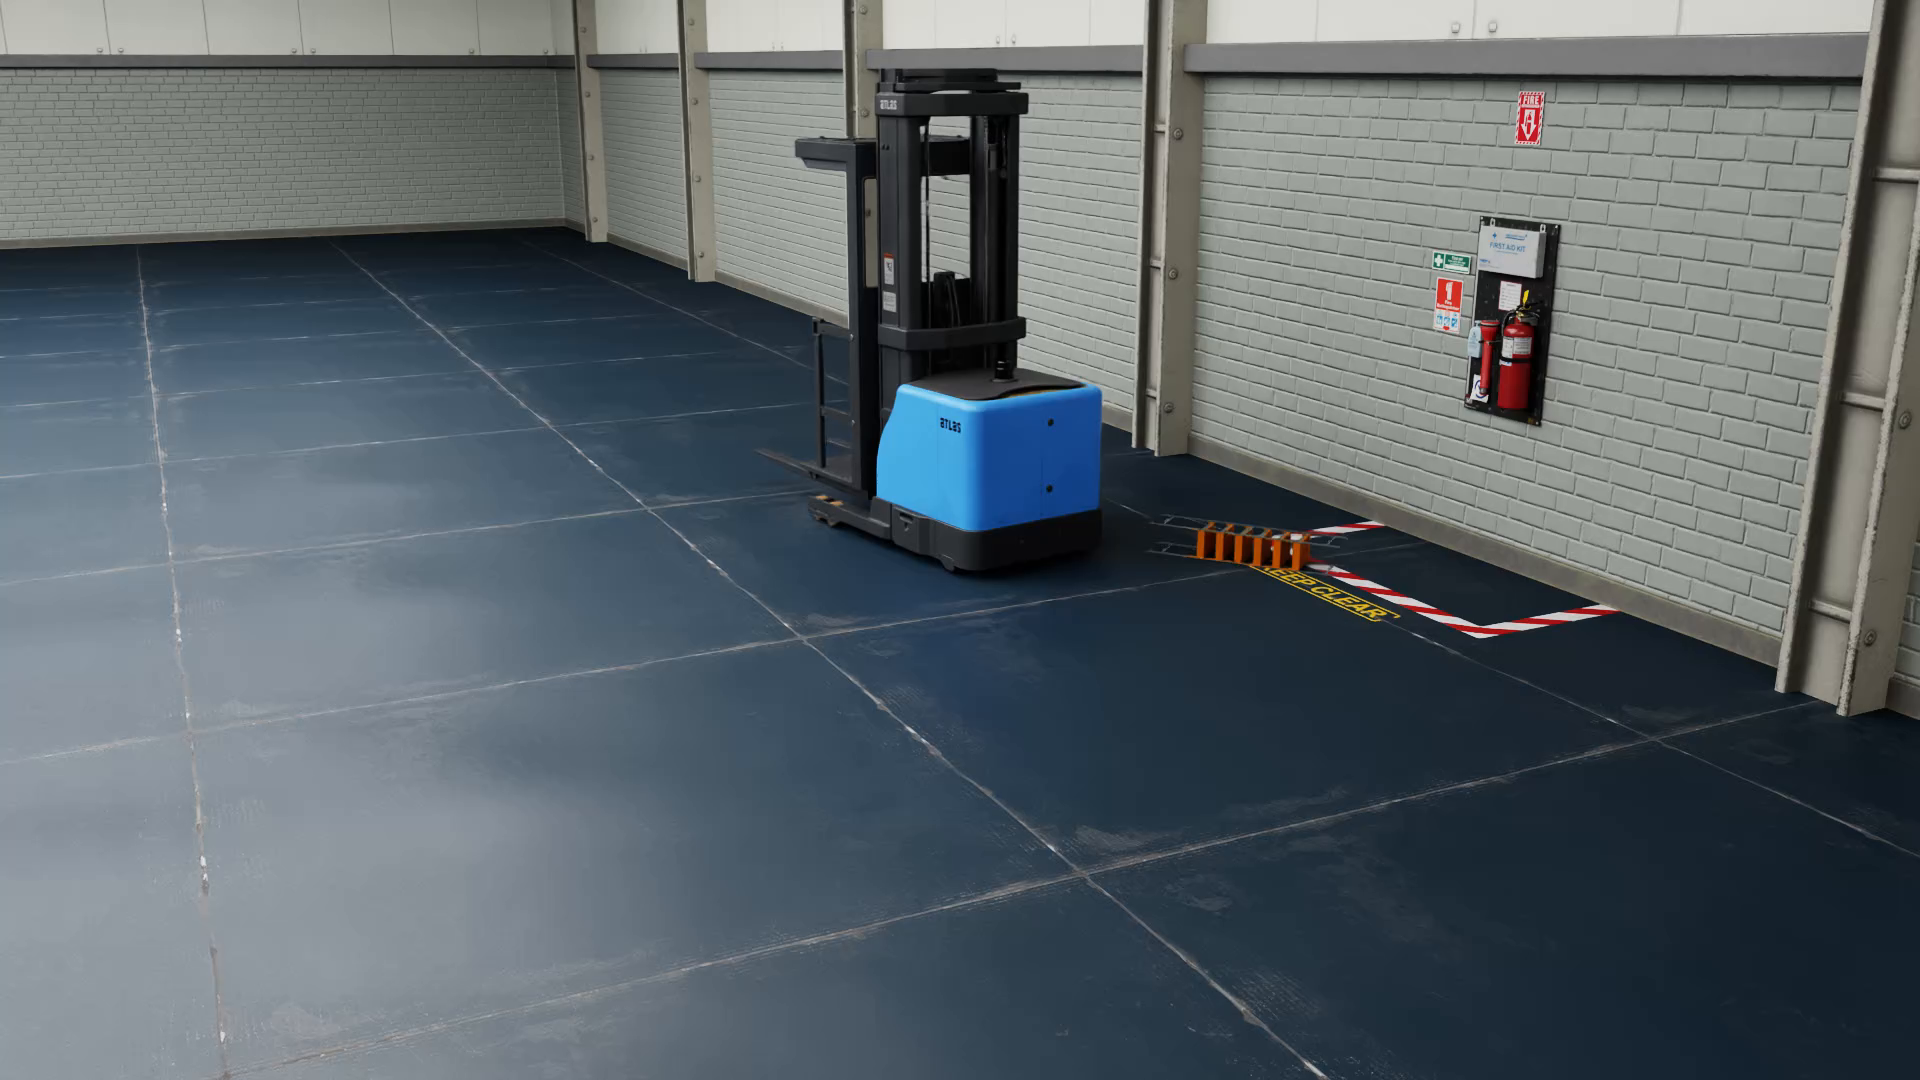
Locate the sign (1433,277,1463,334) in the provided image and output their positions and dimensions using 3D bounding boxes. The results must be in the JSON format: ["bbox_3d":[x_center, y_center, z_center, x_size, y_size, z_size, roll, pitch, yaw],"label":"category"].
[{"bbox_3d":[3.033,-1.459,10.333,0.001,0.329,0.234,-8,18,-25],"label":"sign"}]

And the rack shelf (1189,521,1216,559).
[{"bbox_3d":[1.523,-0.006,10.410,0.103,0.180,0.258,8,18,25],"label":"rack shelf"}]

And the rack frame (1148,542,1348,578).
[{"bbox_3d":[1.778,0.118,10.317,1.200,0.006,0.240,8,18,25],"label":"rack frame"}]

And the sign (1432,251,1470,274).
[{"bbox_3d":[3.027,-1.712,10.253,0.001,0.109,0.331,-8,18,-25],"label":"sign"}]

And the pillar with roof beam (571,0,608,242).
[{"bbox_3d":[-10.153,-8.990,25.763,9.100,9.000,0.400,-8,18,-25],"label":"pillar with roof beam"}]

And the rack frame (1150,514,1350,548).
[{"bbox_3d":[1.779,-0.058,10.266,1.200,0.006,0.240,8,18,25],"label":"rack frame"}]

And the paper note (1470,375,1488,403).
[{"bbox_3d":[3.167,-0.921,10.121,0.016,0.148,0.142,-8,18,-25],"label":"paper note"}]

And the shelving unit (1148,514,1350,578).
[{"bbox_3d":[1.779,0.030,10.292,1.200,0.189,0.258,8,18,25],"label":"shelving unit"}]

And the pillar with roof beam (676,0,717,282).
[{"bbox_3d":[-7.524,-7.502,20.579,9.100,9.000,0.400,-8,18,-25],"label":"pillar with roof beam"}]

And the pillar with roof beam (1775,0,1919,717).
[{"bbox_3d":[0.361,-3.039,5.026,9.100,9.000,0.400,-8,18,-25],"label":"pillar with roof beam"}]

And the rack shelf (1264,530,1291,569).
[{"bbox_3d":[1.955,0.054,10.210,0.103,0.180,0.258,8,18,25],"label":"rack shelf"}]

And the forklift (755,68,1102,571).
[{"bbox_3d":[-0.372,-1.570,10.910,1.130,2.935,3.031,-11,19,-33],"label":"forklift"}]

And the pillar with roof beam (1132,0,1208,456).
[{"bbox_3d":[-2.267,-4.526,10.210,9.100,9.000,0.400,-8,18,-25],"label":"pillar with roof beam"}]

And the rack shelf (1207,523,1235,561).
[{"bbox_3d":[1.631,0.009,10.360,0.103,0.180,0.258,8,18,25],"label":"rack shelf"}]

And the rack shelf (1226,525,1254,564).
[{"bbox_3d":[1.739,0.024,10.310,0.103,0.180,0.258,8,18,25],"label":"rack shelf"}]

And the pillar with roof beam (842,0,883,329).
[{"bbox_3d":[-4.896,-6.014,15.394,9.100,9.000,0.400,-8,18,-25],"label":"pillar with roof beam"}]

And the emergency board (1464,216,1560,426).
[{"bbox_3d":[3.183,-1.293,9.817,0.194,1.169,0.643,-8,18,-25],"label":"emergency board"}]

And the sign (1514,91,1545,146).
[{"bbox_3d":[3.269,-2.421,9.546,0.001,0.298,0.199,-8,18,-25],"label":"sign"}]

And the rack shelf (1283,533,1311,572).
[{"bbox_3d":[2.063,0.069,10.160,0.103,0.180,0.258,8,18,25],"label":"rack shelf"}]

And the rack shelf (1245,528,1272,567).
[{"bbox_3d":[1.847,0.039,10.260,0.103,0.180,0.258,8,18,25],"label":"rack shelf"}]
